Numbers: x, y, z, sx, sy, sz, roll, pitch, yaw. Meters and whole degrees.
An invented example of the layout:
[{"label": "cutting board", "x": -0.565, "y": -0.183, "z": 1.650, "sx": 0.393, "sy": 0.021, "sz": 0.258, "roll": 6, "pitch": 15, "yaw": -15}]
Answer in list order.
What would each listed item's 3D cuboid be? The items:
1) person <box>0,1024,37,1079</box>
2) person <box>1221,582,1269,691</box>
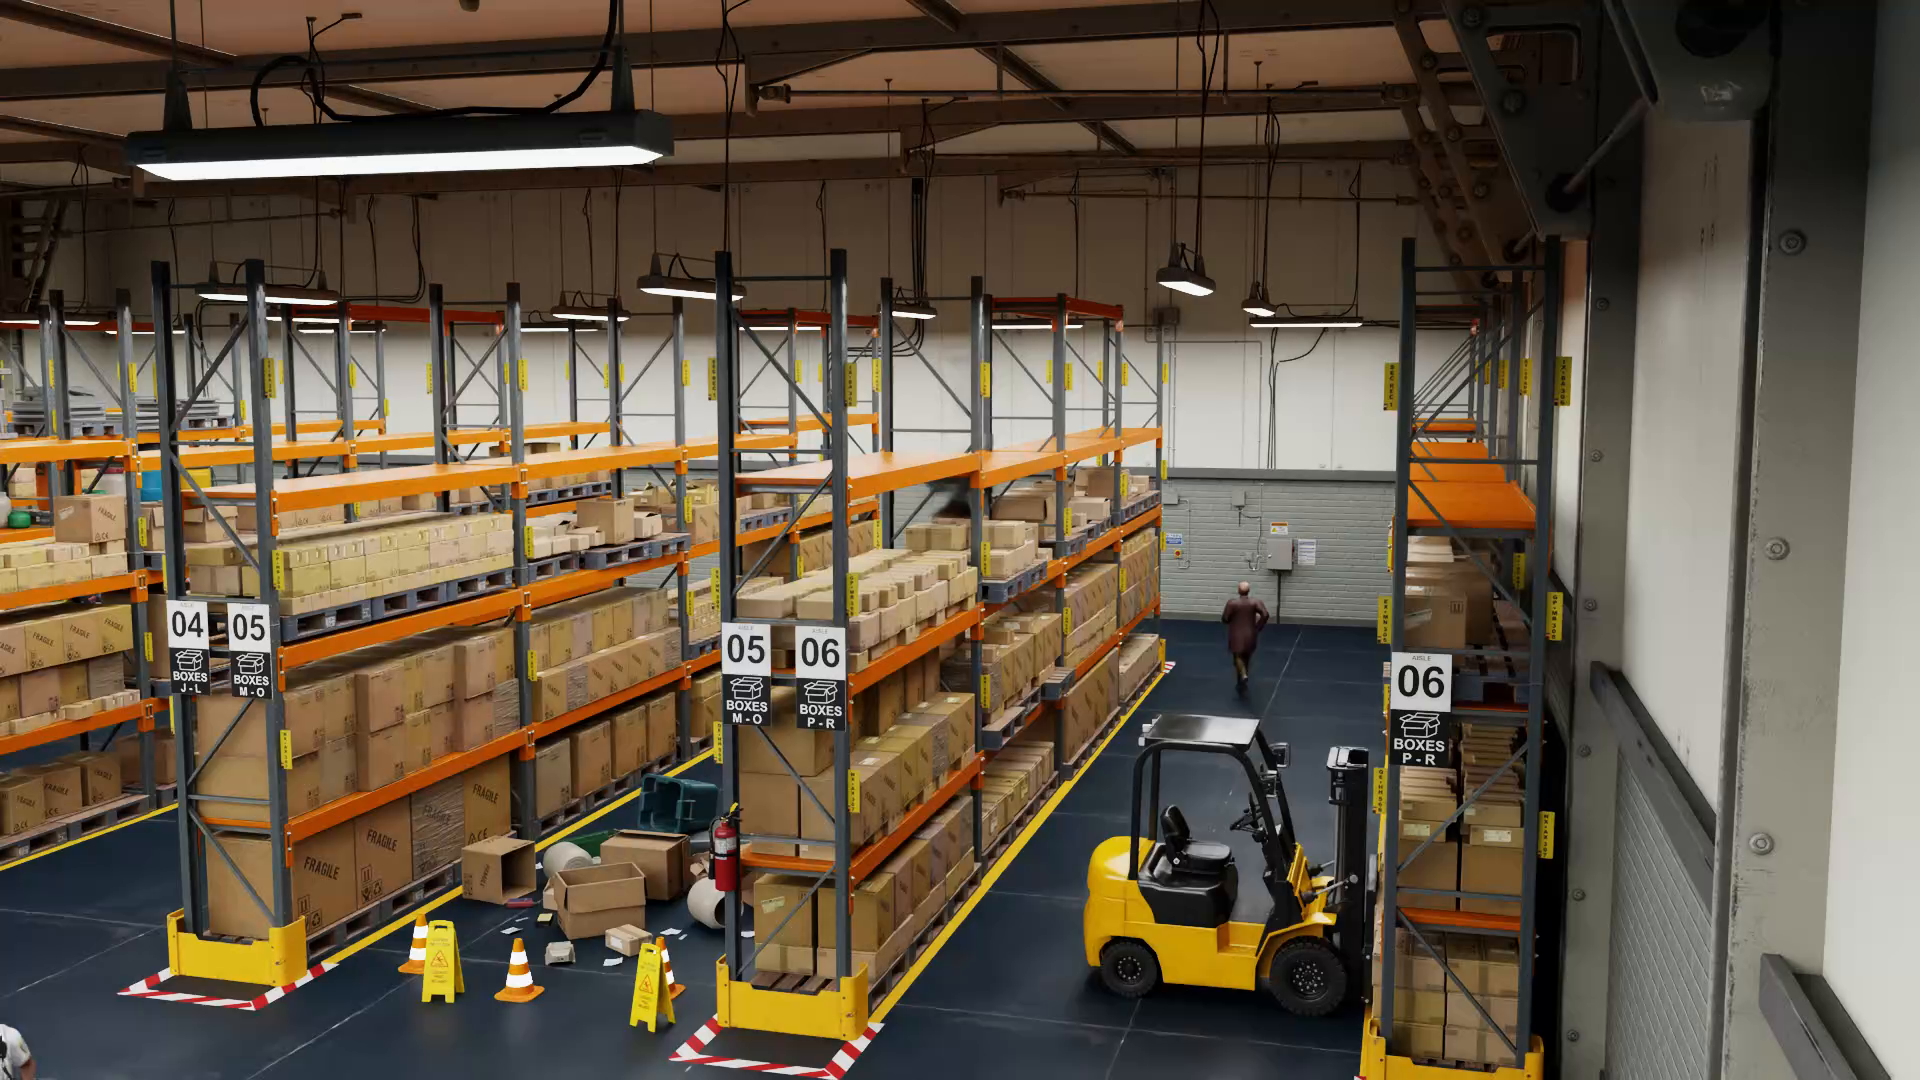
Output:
[{"label": "person", "x": -5.610, "y": 3.335, "z": 9.557, "sx": 0.579, "sy": 1.654, "sz": 0.672, "roll": -4, "pitch": 8, "yaw": -36}, {"label": "person", "x": 4.430, "y": 1.540, "z": 25.975, "sx": 0.710, "sy": 1.786, "sz": 1.026, "roll": 0, "pitch": 6, "yaw": -2}]
